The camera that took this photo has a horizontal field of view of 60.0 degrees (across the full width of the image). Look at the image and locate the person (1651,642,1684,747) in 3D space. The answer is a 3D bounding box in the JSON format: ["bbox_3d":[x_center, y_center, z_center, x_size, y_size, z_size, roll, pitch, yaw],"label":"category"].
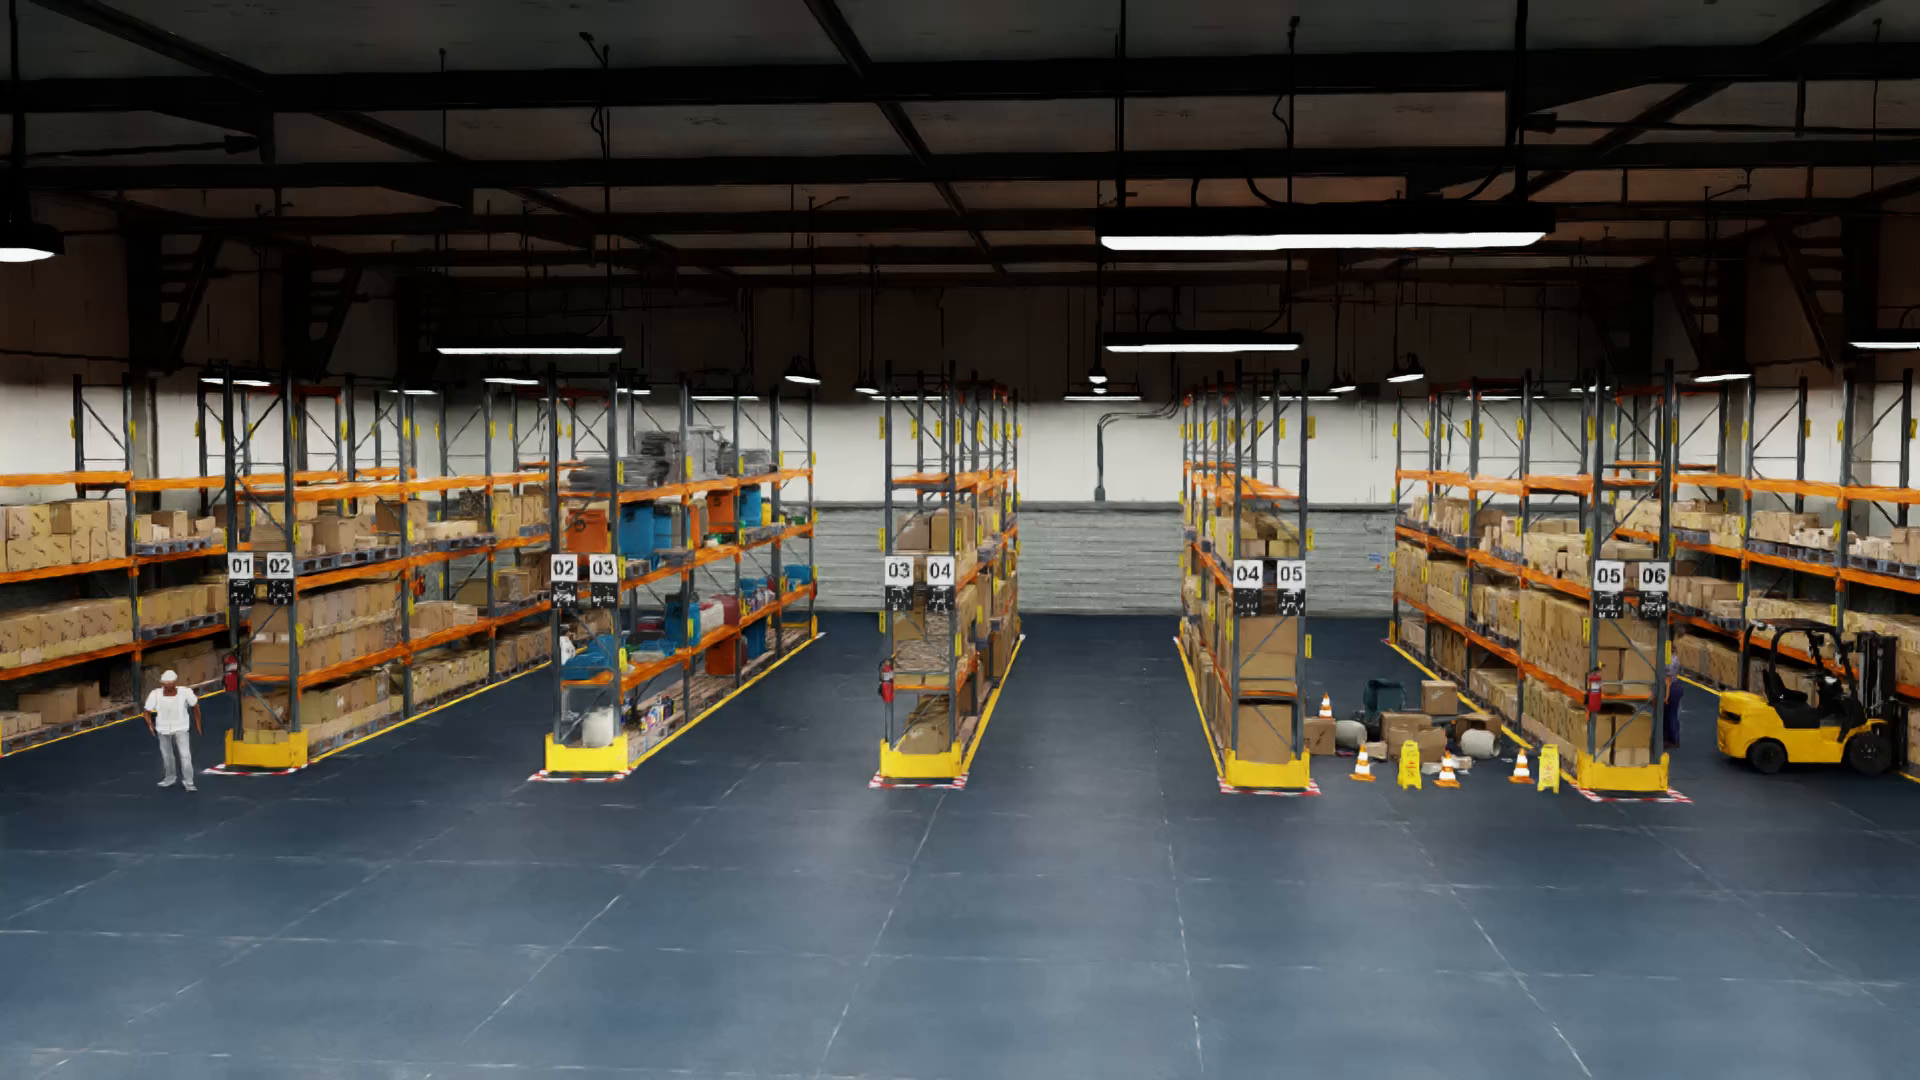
[{"bbox_3d":[11.231,2.435,26.417,0.464,1.652,0.523,3,5,36],"label":"person"}]

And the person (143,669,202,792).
[{"bbox_3d":[-10.932,2.627,23.115,0.710,1.703,0.836,-1,4,-11],"label":"person"}]

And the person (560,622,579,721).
[{"bbox_3d":[-6.787,2.264,28.747,0.416,1.676,0.537,-2,4,-24],"label":"person"}]
